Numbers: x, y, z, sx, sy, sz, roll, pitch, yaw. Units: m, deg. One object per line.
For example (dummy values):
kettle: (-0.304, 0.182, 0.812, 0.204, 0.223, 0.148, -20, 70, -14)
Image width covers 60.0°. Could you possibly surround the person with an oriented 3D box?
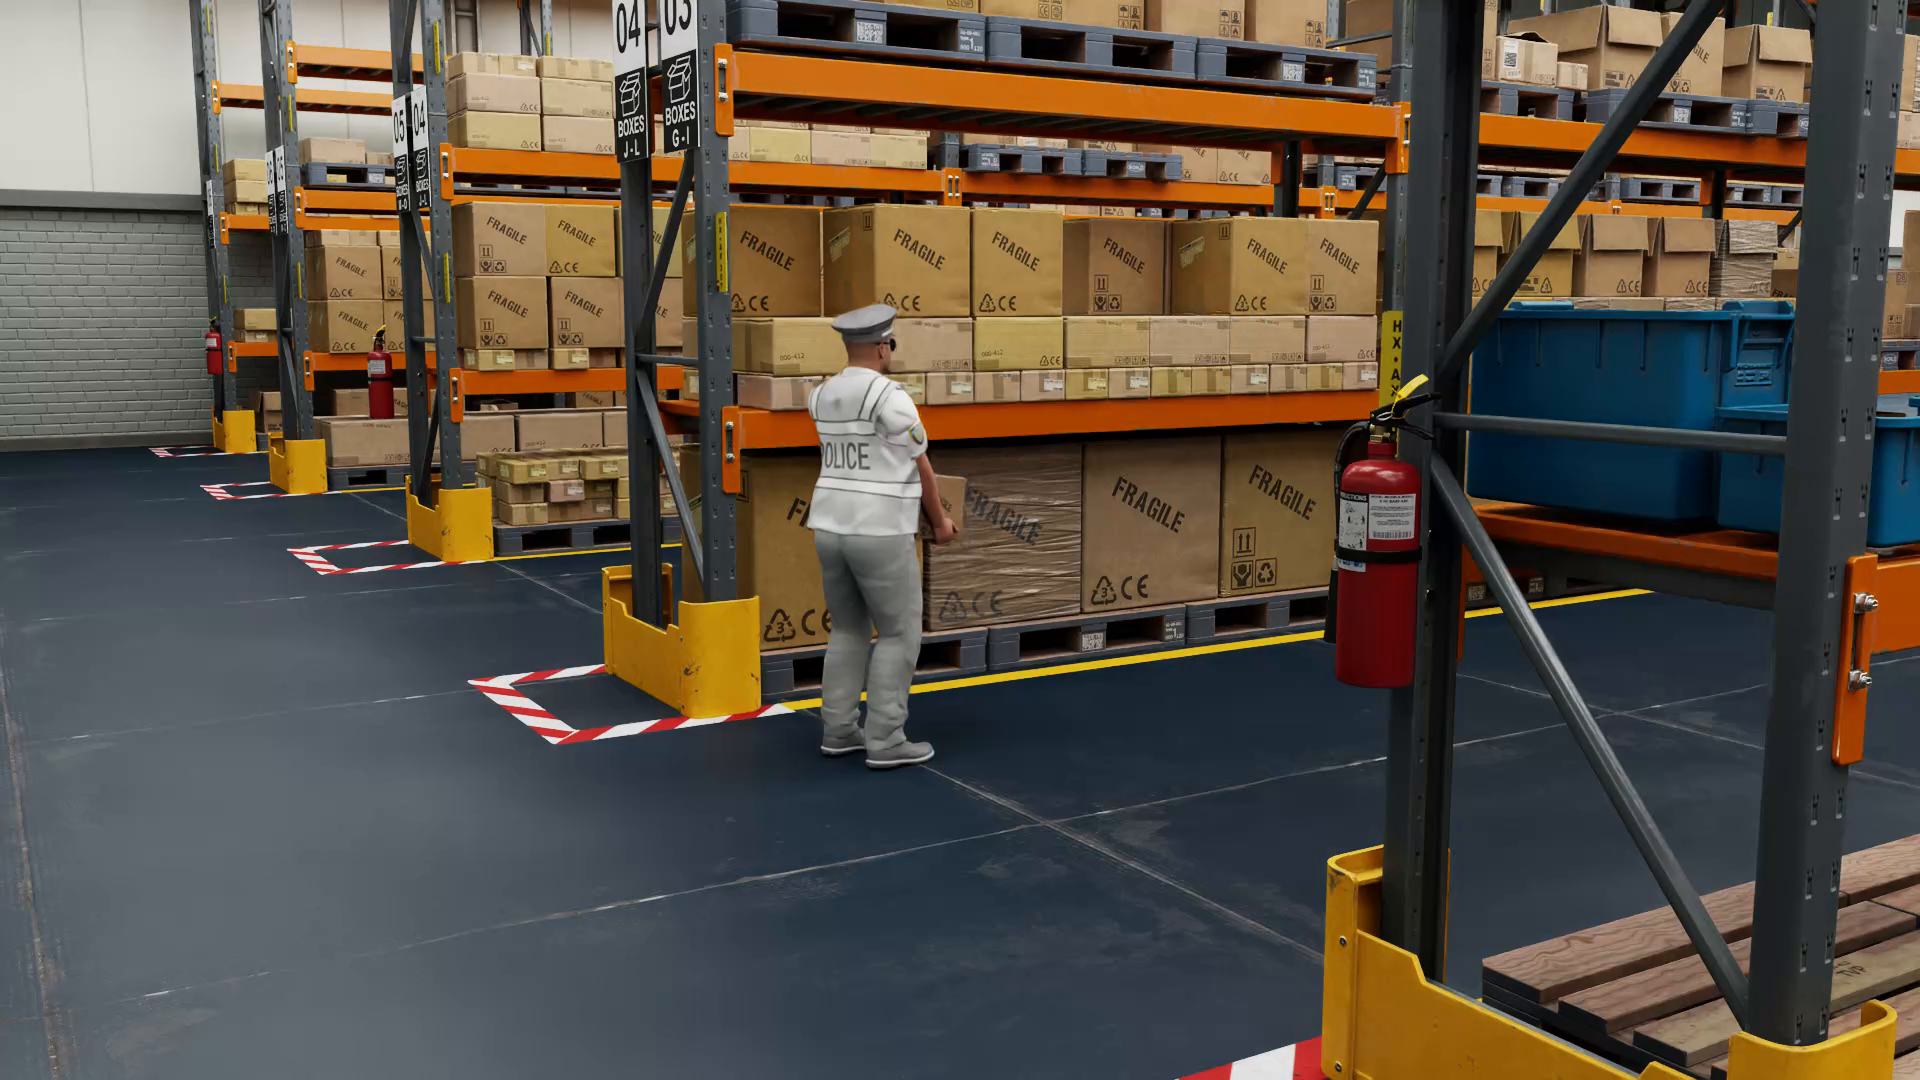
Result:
person: (-0.310, -0.027, 6.459, 0.490, 1.768, 0.573, 7, 11, 42)
